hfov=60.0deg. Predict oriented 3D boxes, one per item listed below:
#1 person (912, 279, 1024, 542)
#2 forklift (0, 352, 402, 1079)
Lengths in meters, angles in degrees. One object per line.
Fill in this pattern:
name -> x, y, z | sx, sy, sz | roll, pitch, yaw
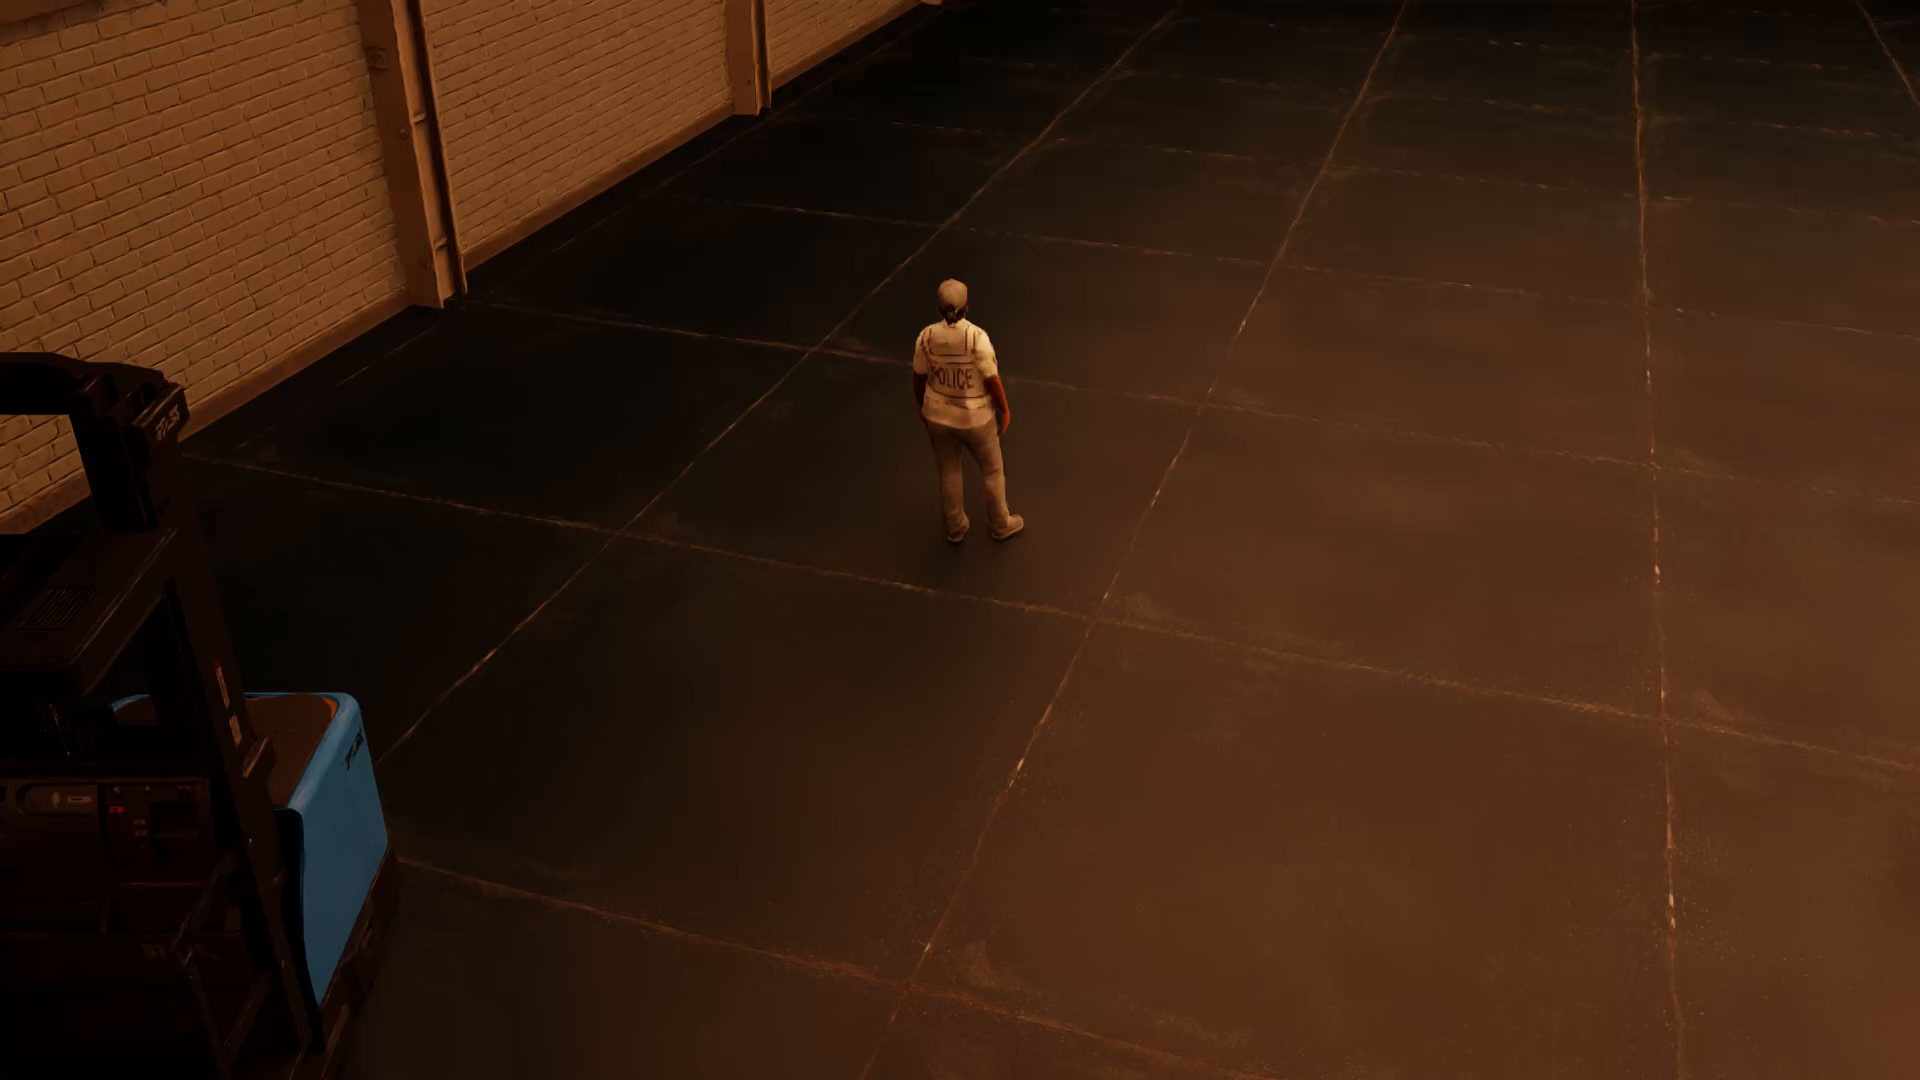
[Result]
person -> 0.046, -0.762, 9.736 | 0.598, 1.669, 0.529 | 10, 31, 16
forklift -> -2.947, 1.013, 5.360 | 1.130, 2.935, 3.031 | -1, 30, -1
